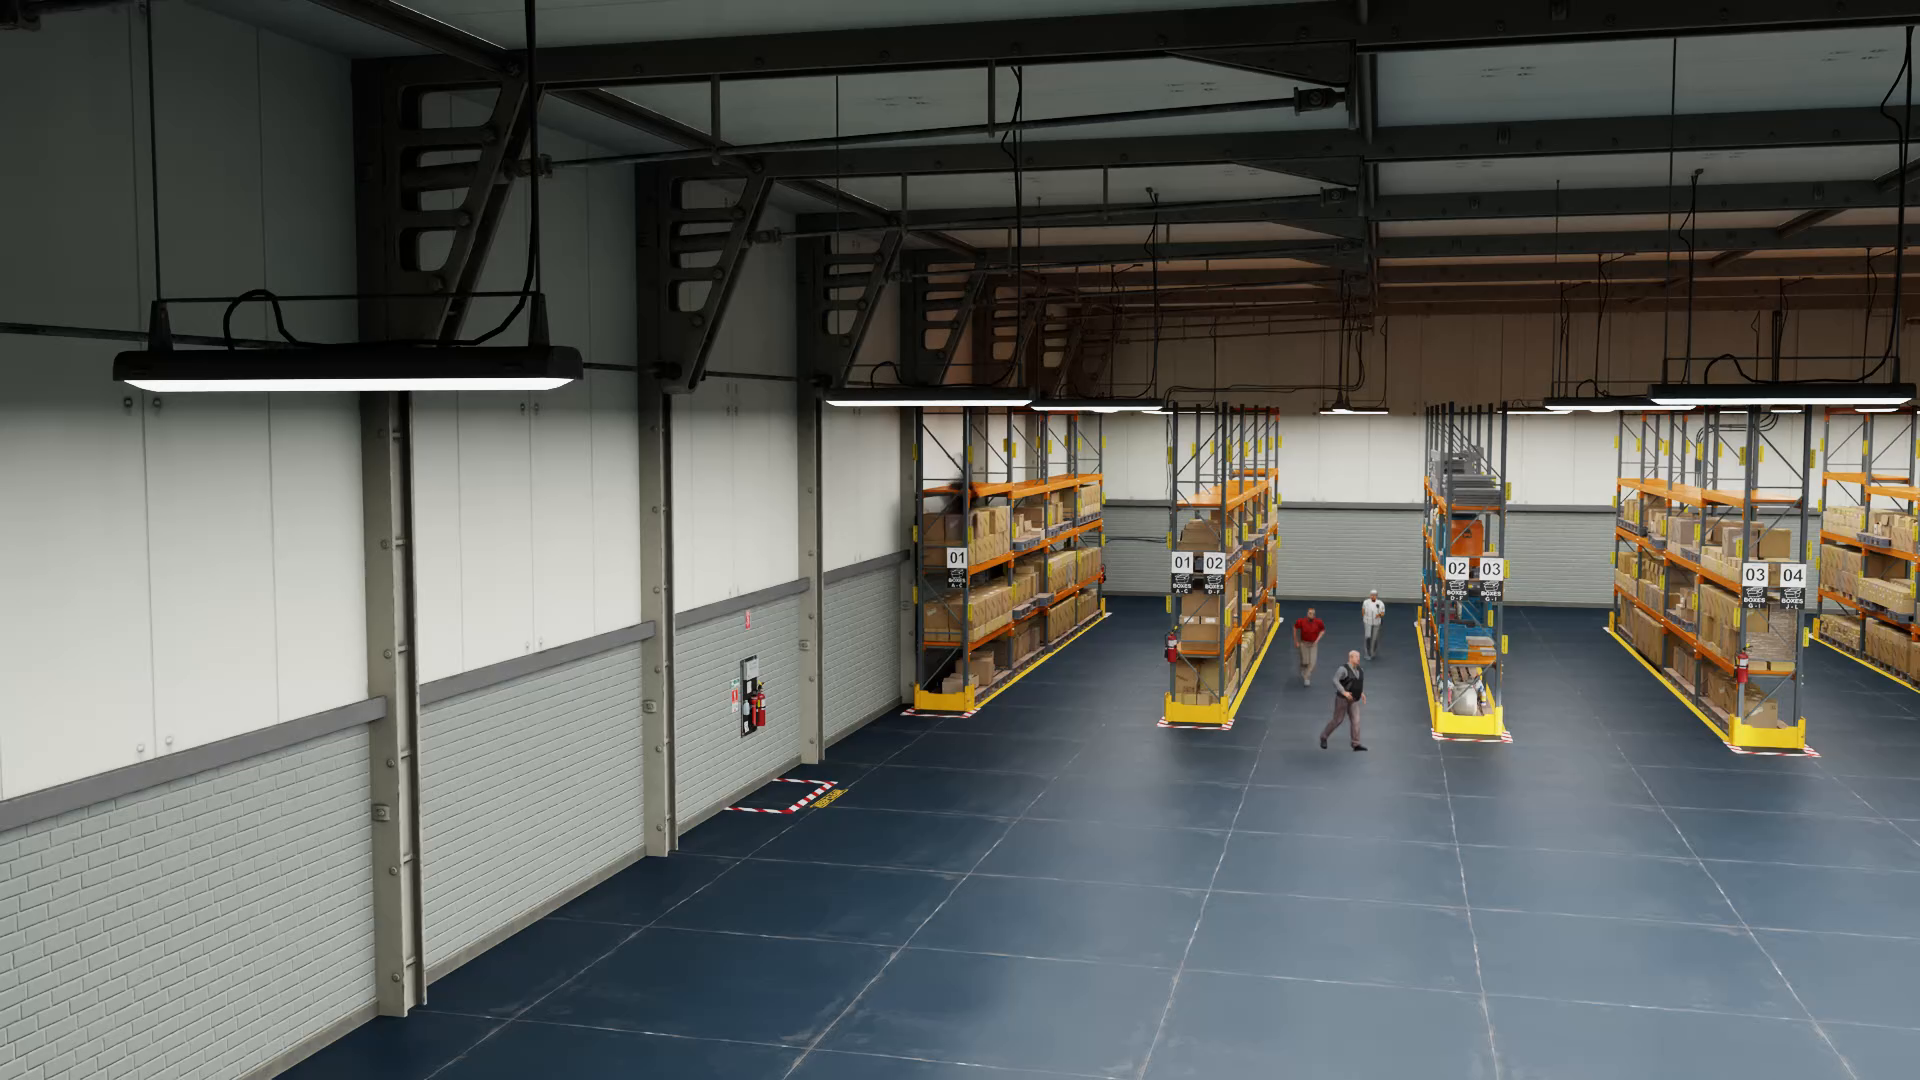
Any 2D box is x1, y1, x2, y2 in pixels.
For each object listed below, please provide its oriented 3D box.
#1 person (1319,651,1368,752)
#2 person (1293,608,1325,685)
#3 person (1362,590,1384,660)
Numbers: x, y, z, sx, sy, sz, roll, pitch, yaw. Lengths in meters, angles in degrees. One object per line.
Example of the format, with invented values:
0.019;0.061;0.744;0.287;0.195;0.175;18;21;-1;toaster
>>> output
6.674;2.739;28.395;0.697;1.701;0.977;-2;5;-30;person
7.481;2.268;35.635;0.632;1.659;0.717;0;4;-5;person
9.788;2.008;39.395;0.503;1.683;0.800;1;4;10;person
